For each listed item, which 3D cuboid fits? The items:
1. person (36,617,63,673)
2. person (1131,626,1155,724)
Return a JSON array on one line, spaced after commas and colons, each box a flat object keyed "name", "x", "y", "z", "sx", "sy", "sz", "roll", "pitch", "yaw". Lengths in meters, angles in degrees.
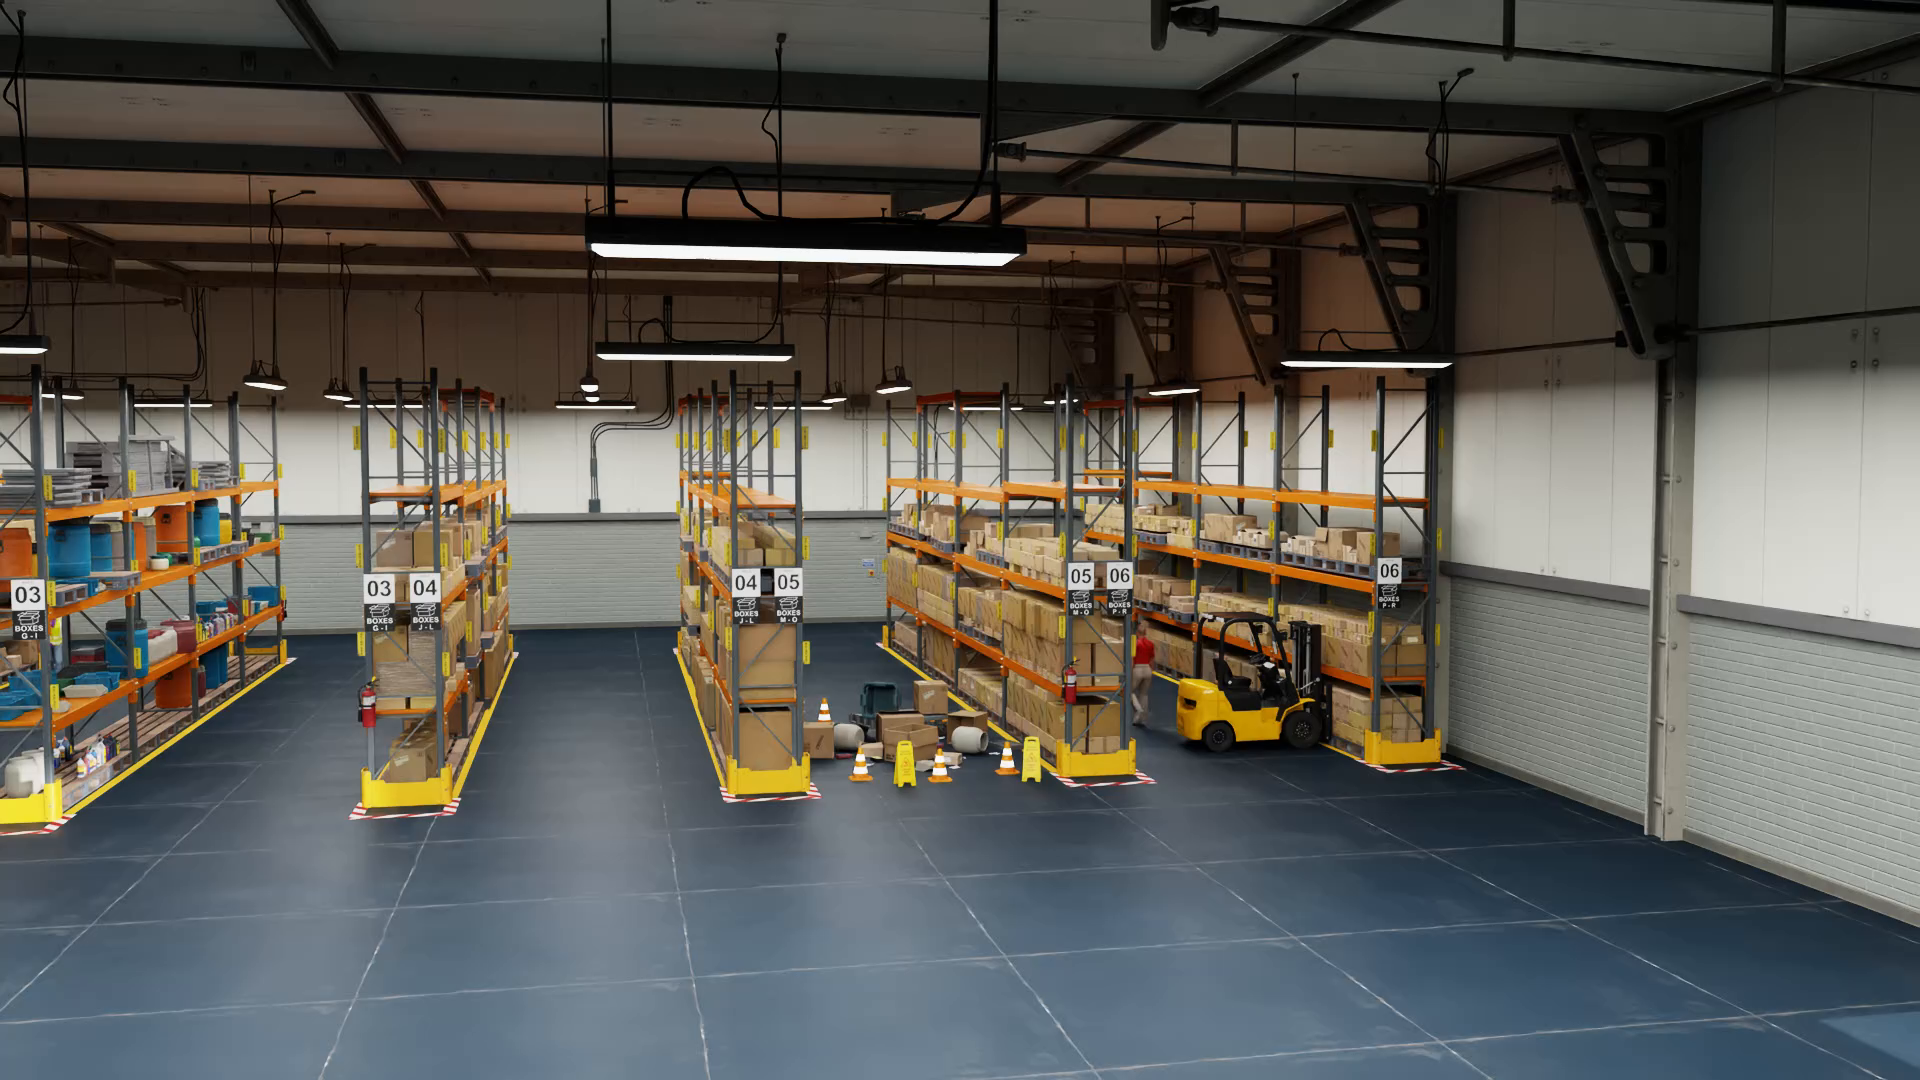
[{"name": "person", "x": -18.332, "y": 2.126, "z": 33.515, "sx": 0.533, "sy": 1.740, "sz": 0.934, "roll": -1, "pitch": 4, "yaw": -22}, {"name": "person", "x": 3.206, "y": 2.381, "z": 29.270, "sx": 0.567, "sy": 1.721, "sz": 0.516, "roll": -1, "pitch": 4, "yaw": -20}]
